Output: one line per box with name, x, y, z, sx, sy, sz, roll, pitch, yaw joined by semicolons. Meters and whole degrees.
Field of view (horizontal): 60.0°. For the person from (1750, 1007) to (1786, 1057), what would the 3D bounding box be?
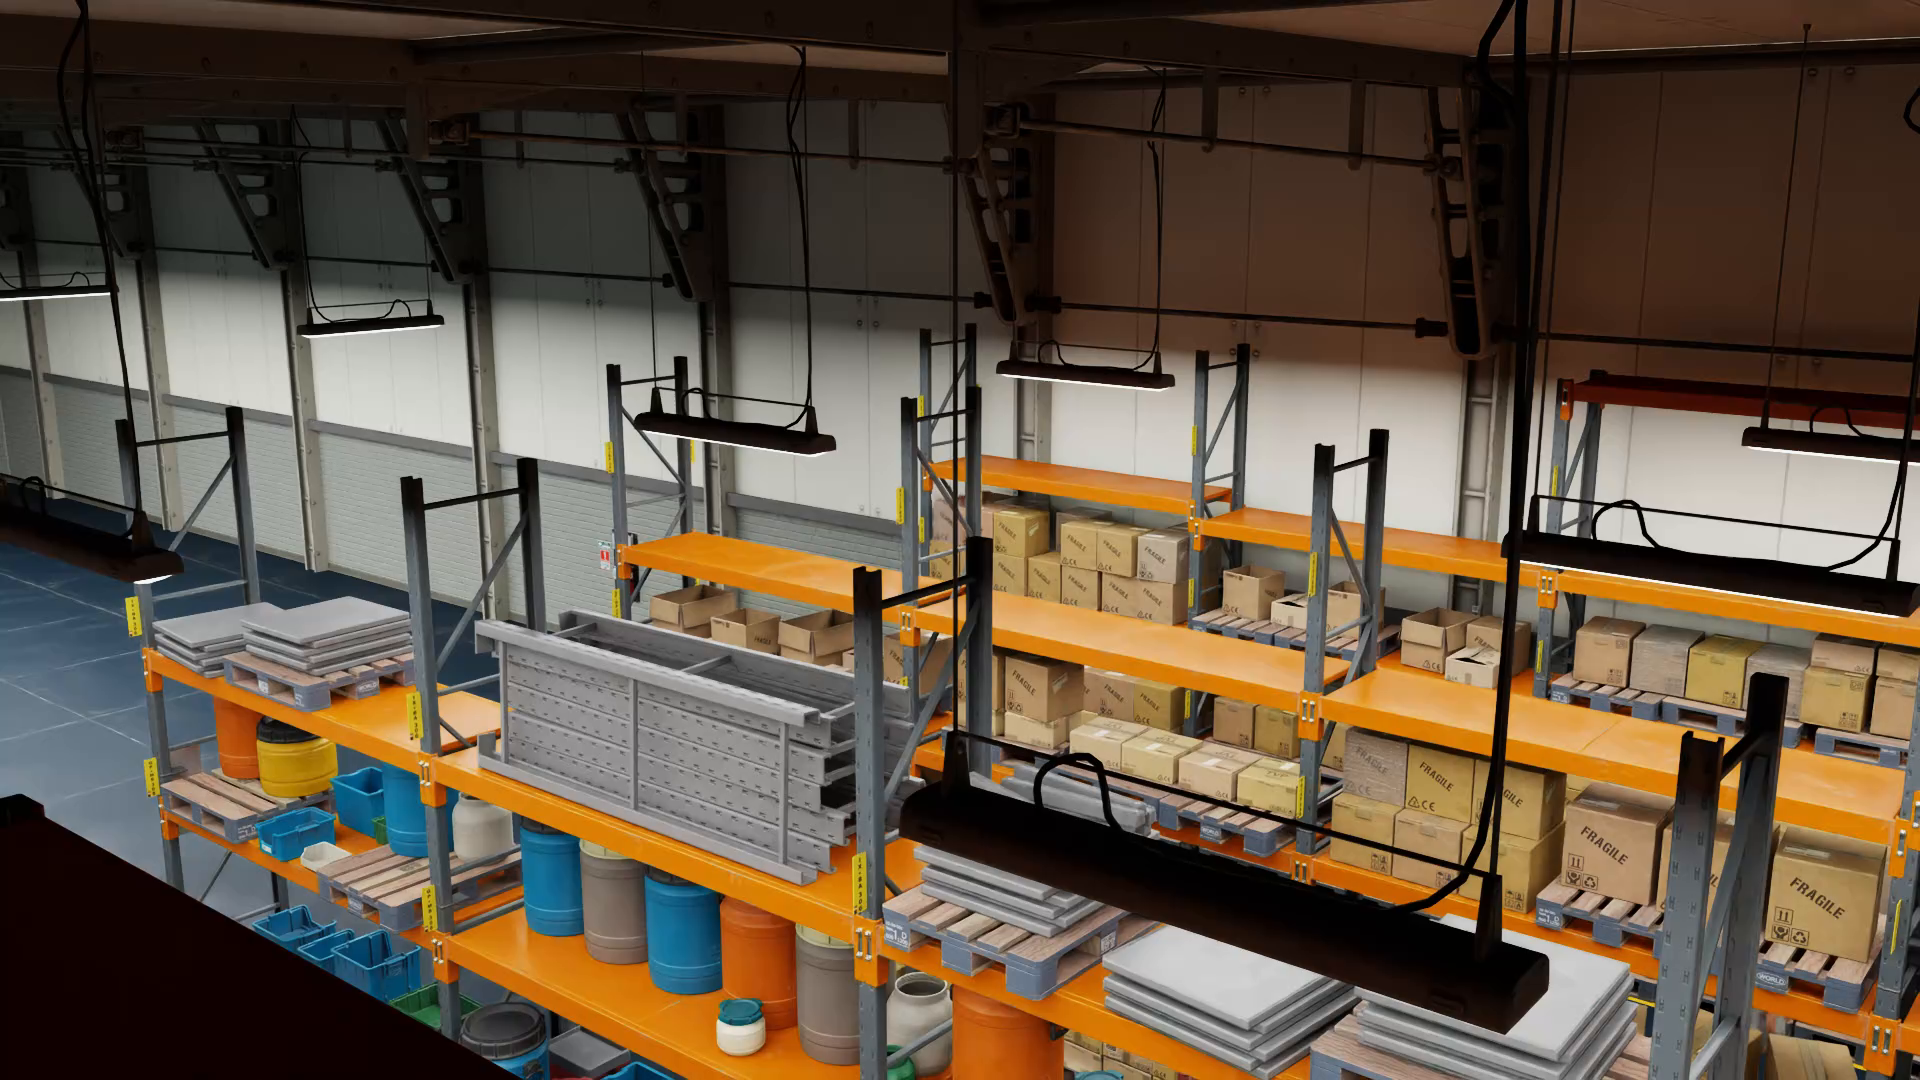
person;6.775;4.135;14.136;1.008;1.614;0.482;12;17;43
